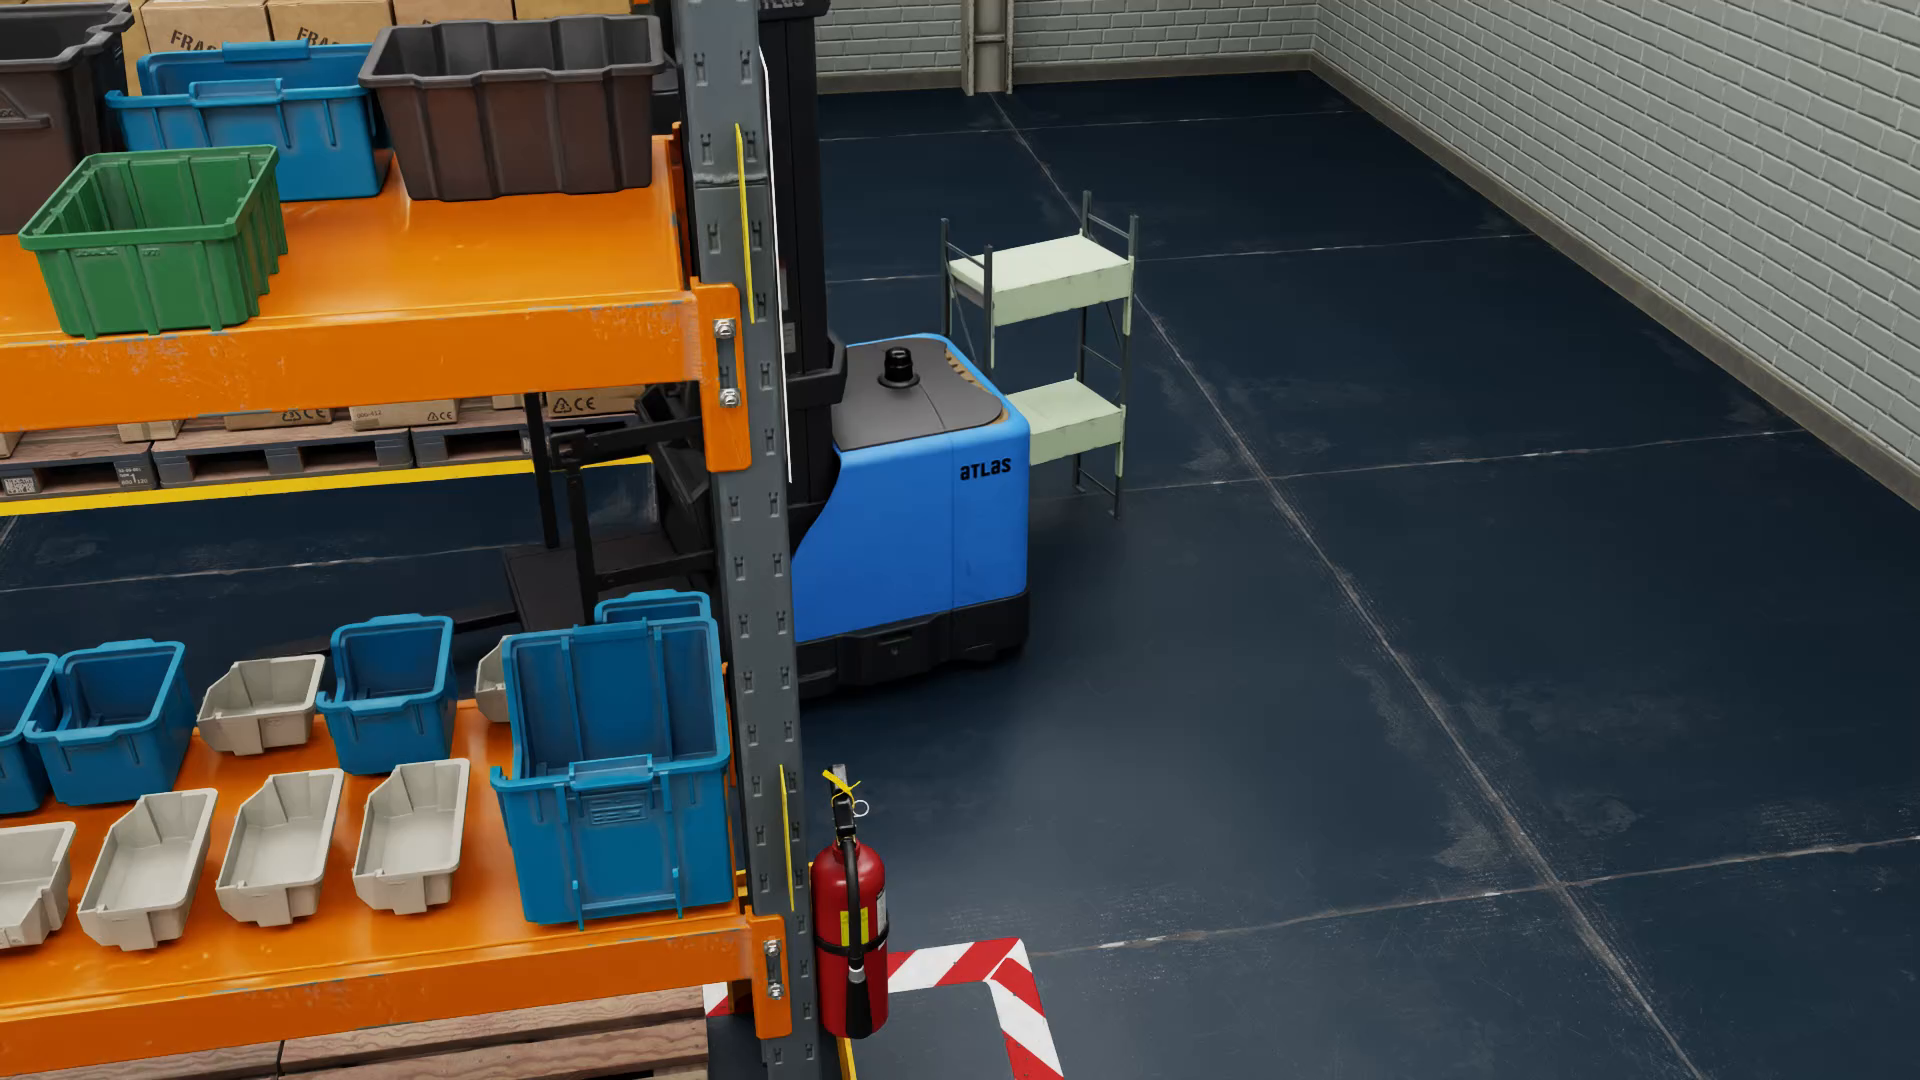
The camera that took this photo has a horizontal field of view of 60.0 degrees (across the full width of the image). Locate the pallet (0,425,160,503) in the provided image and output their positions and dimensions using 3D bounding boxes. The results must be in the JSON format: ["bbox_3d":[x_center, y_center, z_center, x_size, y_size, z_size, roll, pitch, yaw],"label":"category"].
[{"bbox_3d":[-4.631,-0.530,8.444,1.213,0.211,1.003,-5,31,-9],"label":"pallet"}]

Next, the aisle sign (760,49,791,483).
[{"bbox_3d":[-0.360,-0.547,3.155,0.004,0.787,0.394,-5,31,-9],"label":"aisle sign"}]

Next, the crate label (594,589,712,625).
[{"bbox_3d":[-0.786,0.339,4.320,0.303,0.233,0.416,-5,31,-9],"label":"crate label"}]

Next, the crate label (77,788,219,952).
[{"bbox_3d":[-1.811,0.744,3.726,0.243,0.136,0.396,-5,31,-9],"label":"crate label"}]

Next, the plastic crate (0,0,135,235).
[{"bbox_3d":[-2.036,-0.829,3.303,0.767,0.338,0.504,-5,31,-9],"label":"plastic crate"}]

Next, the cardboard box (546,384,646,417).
[{"bbox_3d":[-1.863,-0.975,8.481,0.500,0.500,0.500,-5,31,-9],"label":"cardboard box"}]

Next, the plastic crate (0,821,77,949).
[{"bbox_3d":[-2.099,0.780,3.665,0.250,0.136,0.298,-5,31,-9],"label":"plastic crate"}]

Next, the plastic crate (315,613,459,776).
[{"bbox_3d":[-1.434,0.399,4.217,0.300,0.233,0.416,-5,31,-9],"label":"plastic crate"}]

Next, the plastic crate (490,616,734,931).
[{"bbox_3d":[-0.780,0.517,3.817,0.499,0.435,0.616,-5,31,-9],"label":"plastic crate"}]

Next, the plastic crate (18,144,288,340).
[{"bbox_3d":[-1.403,-0.535,2.950,0.336,0.188,0.450,-5,31,-9],"label":"plastic crate"}]

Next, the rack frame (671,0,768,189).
[{"bbox_3d":[-0.484,-2.151,2.531,0.127,3.000,1.000,-5,31,-9],"label":"rack frame"}]

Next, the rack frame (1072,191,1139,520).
[{"bbox_3d":[0.661,-0.830,7.682,0.023,1.500,0.400,-16,34,-25],"label":"rack frame"}]

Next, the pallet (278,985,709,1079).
[{"bbox_3d":[-1.302,1.693,4.663,1.213,0.211,1.003,-5,31,-9],"label":"pallet"}]

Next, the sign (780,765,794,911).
[{"bbox_3d":[-0.369,0.637,3.546,0.005,0.325,0.100,-5,31,-9],"label":"sign"}]

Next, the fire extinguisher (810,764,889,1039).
[{"bbox_3d":[-0.254,0.842,3.804,0.183,0.674,0.296,-5,31,-9],"label":"fire extinguisher"}]

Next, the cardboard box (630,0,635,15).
[{"bbox_3d":[-1.857,-2.600,8.128,0.500,0.500,0.500,-4,31,-7],"label":"cardboard box"}]

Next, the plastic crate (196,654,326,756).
[{"bbox_3d":[-1.784,0.431,4.259,0.298,0.136,0.250,-5,31,-9],"label":"plastic crate"}]

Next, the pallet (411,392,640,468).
[{"bbox_3d":[-2.231,-0.753,8.823,1.213,0.211,1.003,-5,31,-9],"label":"pallet"}]

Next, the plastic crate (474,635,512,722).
[{"bbox_3d":[-1.117,0.369,4.364,0.298,0.136,0.250,-5,31,-9],"label":"plastic crate"}]

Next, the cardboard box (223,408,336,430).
[{"bbox_3d":[-3.460,-0.958,8.448,0.637,0.503,0.797,-5,31,-9],"label":"cardboard box"}]

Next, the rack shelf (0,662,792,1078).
[{"bbox_3d":[-2.451,0.927,3.923,4.000,0.370,1.077,-5,31,-9],"label":"rack shelf"}]

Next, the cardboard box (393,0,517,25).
[{"bbox_3d":[-2.258,-2.285,7.592,0.500,0.500,0.500,-4,31,-8],"label":"cardboard box"}]

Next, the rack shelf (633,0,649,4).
[{"bbox_3d":[-4.236,-4.012,12.324,4.000,0.370,1.077,-5,31,-9],"label":"rack shelf"}]

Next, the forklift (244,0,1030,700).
[{"bbox_3d":[-1.282,-0.743,6.121,3.031,2.935,1.130,-11,32,-19],"label":"forklift"}]

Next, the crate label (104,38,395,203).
[{"bbox_3d":[-1.450,-0.871,3.460,0.502,0.251,0.408,-5,31,-9],"label":"crate label"}]

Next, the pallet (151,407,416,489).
[{"bbox_3d":[-3.429,-0.643,8.636,1.213,0.211,1.003,-5,31,-9],"label":"pallet"}]

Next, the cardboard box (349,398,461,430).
[{"bbox_3d":[-2.803,-0.796,8.422,0.500,0.250,0.500,-5,31,-9],"label":"cardboard box"}]

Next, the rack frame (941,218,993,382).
[{"bbox_3d":[0.026,-0.645,7.368,0.023,1.500,0.400,-16,34,-25],"label":"rack frame"}]

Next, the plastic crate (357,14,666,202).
[{"bbox_3d":[-0.913,-0.906,3.501,0.590,0.269,0.497,-5,31,-9],"label":"plastic crate"}]

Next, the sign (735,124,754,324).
[{"bbox_3d":[-0.369,-0.541,2.854,0.005,0.325,0.100,-5,31,-9],"label":"sign"}]

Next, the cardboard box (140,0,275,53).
[{"bbox_3d":[-3.272,-2.189,7.428,0.500,0.500,0.500,-4,31,-7],"label":"cardboard box"}]

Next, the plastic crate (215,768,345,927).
[{"bbox_3d":[-1.541,0.706,3.790,0.243,0.136,0.396,-5,31,-9],"label":"plastic crate"}]

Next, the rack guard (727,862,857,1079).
[{"bbox_3d":[-0.463,1.503,4.700,0.348,0.500,1.175,-5,31,-9],"label":"rack guard"}]

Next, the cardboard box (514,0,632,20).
[{"bbox_3d":[-1.761,-2.332,7.671,0.500,0.500,0.500,-6,31,-9],"label":"cardboard box"}]

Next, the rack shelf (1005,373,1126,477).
[{"bbox_3d":[0.344,-0.456,7.690,0.720,0.370,0.431,-16,34,-25],"label":"rack shelf"}]

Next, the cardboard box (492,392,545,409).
[{"bbox_3d":[-2.278,-0.839,8.579,0.250,0.166,0.380,-5,31,-9],"label":"cardboard box"}]

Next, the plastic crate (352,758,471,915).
[{"bbox_3d":[-1.254,0.687,3.823,0.243,0.136,0.396,-5,31,-9],"label":"plastic crate"}]

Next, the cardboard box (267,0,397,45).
[{"bbox_3d":[-2.767,-2.236,7.507,0.500,0.500,0.500,-4,31,-8],"label":"cardboard box"}]

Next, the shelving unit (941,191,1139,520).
[{"bbox_3d":[0.344,-0.737,7.525,0.755,1.500,0.431,-16,34,-25],"label":"shelving unit"}]

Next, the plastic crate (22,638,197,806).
[{"bbox_3d":[-2.081,0.460,4.115,0.300,0.233,0.416,-5,31,-9],"label":"plastic crate"}]

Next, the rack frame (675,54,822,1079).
[{"bbox_3d":[-0.484,0.435,4.052,0.127,3.000,1.000,-5,31,-9],"label":"rack frame"}]

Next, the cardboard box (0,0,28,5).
[{"bbox_3d":[-4.286,-2.094,7.267,0.500,0.500,0.500,-6,31,-10],"label":"cardboard box"}]

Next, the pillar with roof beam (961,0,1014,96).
[{"bbox_3d":[1.007,-5.622,8.434,0.400,9.000,9.100,-5,31,-9],"label":"pillar with roof beam"}]

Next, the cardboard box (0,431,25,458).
[{"bbox_3d":[-4.855,-0.631,8.083,0.500,0.311,0.500,-5,31,-9],"label":"cardboard box"}]

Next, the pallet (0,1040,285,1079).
[{"bbox_3d":[-2.500,1.802,4.477,1.213,0.211,1.003,-5,31,-9],"label":"pallet"}]

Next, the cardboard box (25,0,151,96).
[{"bbox_3d":[-3.780,-2.141,7.347,0.500,0.500,0.500,-6,31,-10],"label":"cardboard box"}]

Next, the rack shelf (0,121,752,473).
[{"bbox_3d":[-2.451,-0.366,3.163,4.000,0.370,1.077,-5,31,-9],"label":"rack shelf"}]

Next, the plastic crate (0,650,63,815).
[{"bbox_3d":[-2.377,0.487,4.069,0.300,0.233,0.416,-5,31,-9],"label":"plastic crate"}]

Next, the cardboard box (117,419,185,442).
[{"bbox_3d":[-4.006,-0.653,8.262,0.250,0.166,0.380,-5,31,-9],"label":"cardboard box"}]

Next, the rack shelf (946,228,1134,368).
[{"bbox_3d":[0.344,-1.074,7.327,0.720,0.370,0.431,-16,34,-25],"label":"rack shelf"}]
